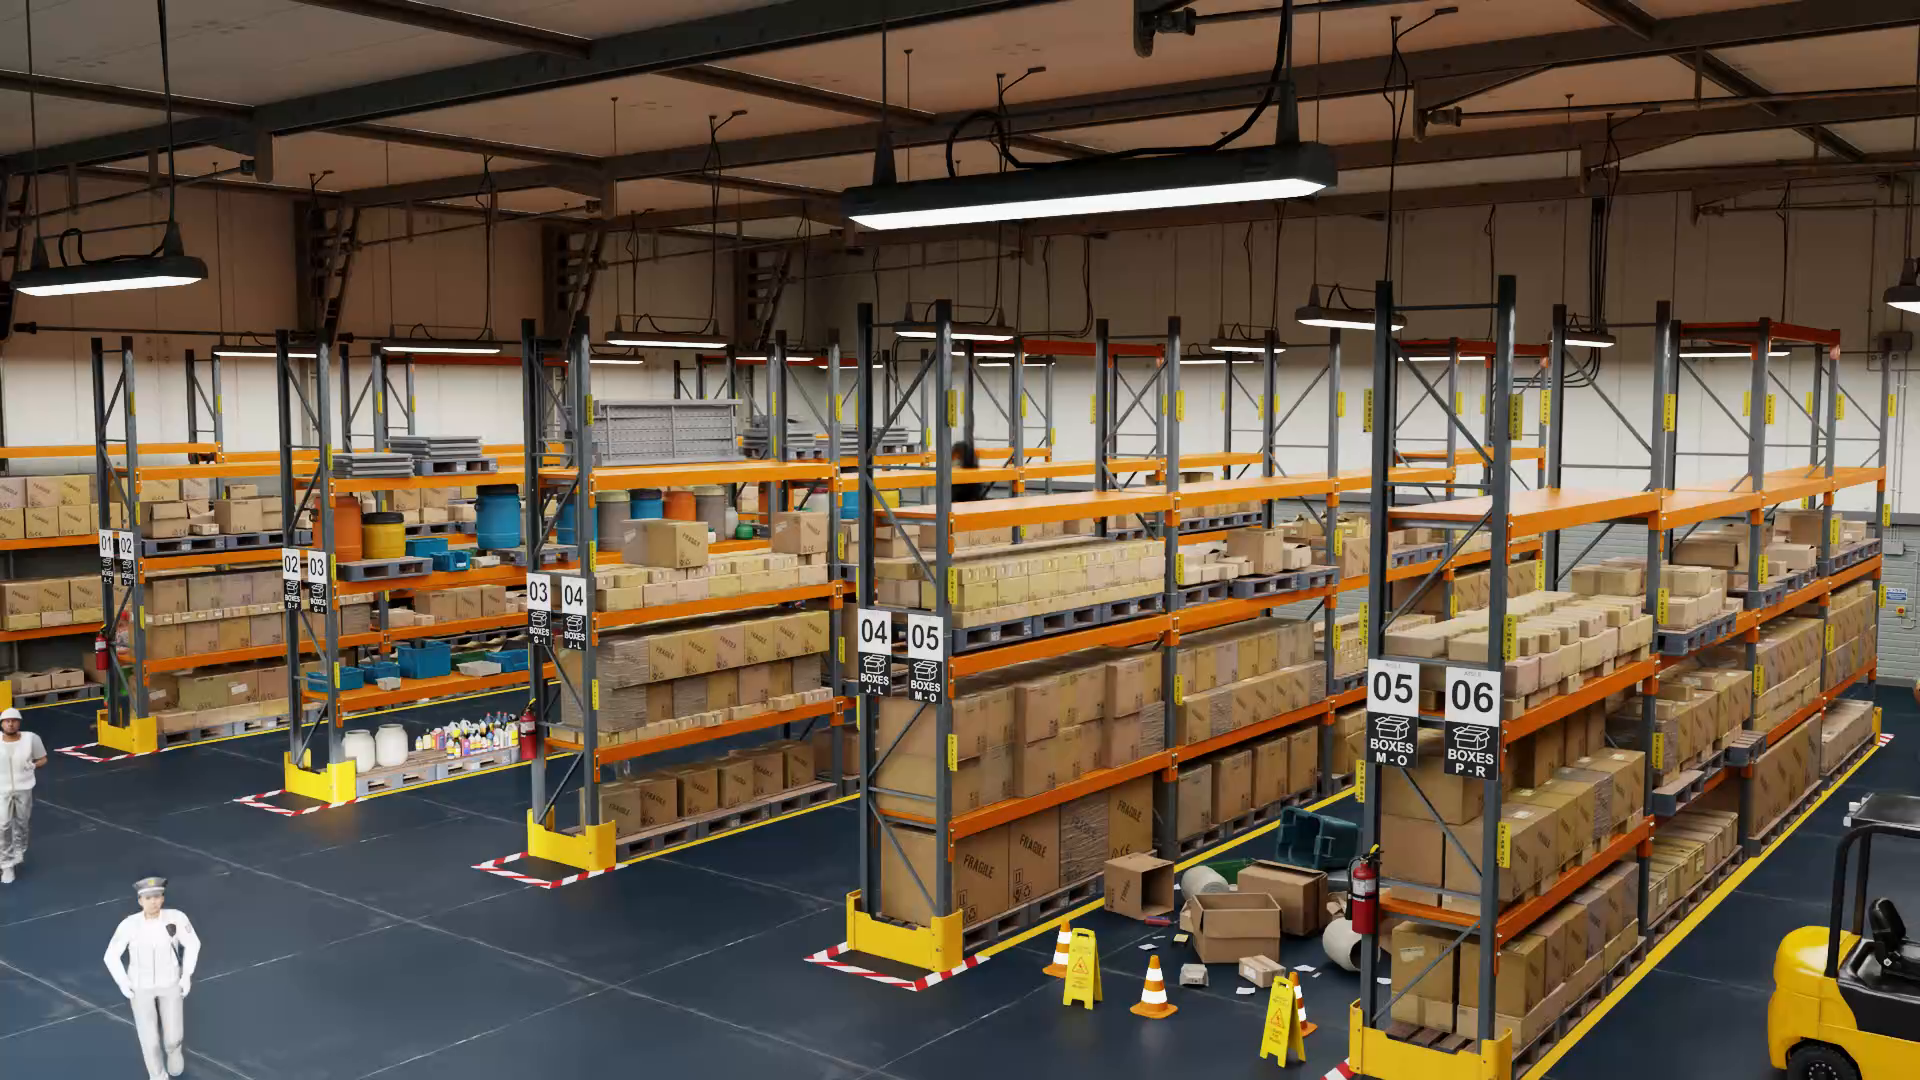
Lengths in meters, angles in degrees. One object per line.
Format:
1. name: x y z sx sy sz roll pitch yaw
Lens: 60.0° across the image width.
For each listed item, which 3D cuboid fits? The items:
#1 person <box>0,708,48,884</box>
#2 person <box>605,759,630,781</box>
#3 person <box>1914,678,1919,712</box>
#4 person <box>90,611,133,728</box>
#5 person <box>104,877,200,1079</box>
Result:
1. person: -10.202 2.718 17.925 0.662 1.845 0.813 -3 6 -34
2. person: -4.391 2.532 21.452 0.496 1.557 0.505 2 5 21
3. person: 13.276 2.350 22.606 0.569 1.565 0.707 3 6 29
4. person: -13.063 1.986 25.864 0.656 1.783 0.948 4 6 36
5. person: -5.938 3.275 12.253 0.639 1.662 0.550 -2 5 -25
